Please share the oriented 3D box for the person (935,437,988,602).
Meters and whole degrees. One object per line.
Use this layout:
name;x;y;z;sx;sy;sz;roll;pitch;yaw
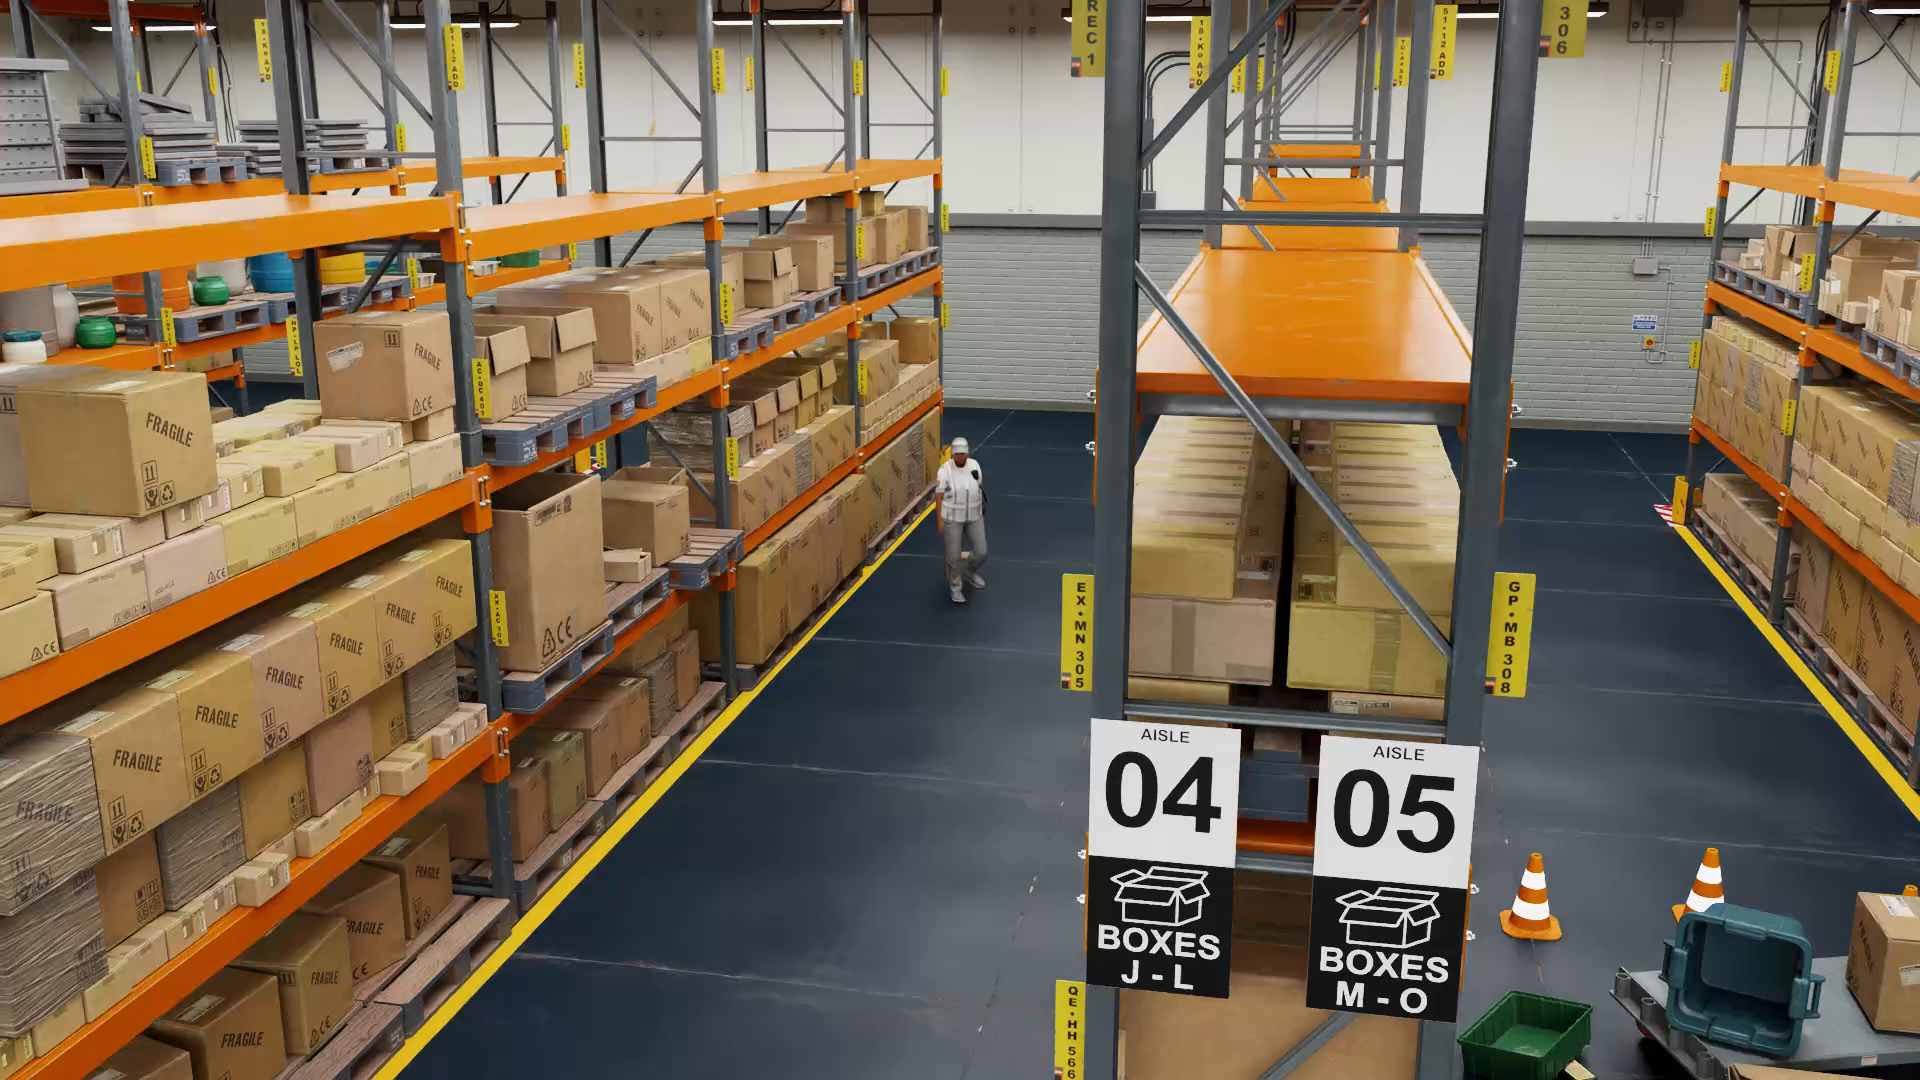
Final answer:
person;0.022;-0.213;16.296;0.553;1.656;0.550;-5;15;-17
